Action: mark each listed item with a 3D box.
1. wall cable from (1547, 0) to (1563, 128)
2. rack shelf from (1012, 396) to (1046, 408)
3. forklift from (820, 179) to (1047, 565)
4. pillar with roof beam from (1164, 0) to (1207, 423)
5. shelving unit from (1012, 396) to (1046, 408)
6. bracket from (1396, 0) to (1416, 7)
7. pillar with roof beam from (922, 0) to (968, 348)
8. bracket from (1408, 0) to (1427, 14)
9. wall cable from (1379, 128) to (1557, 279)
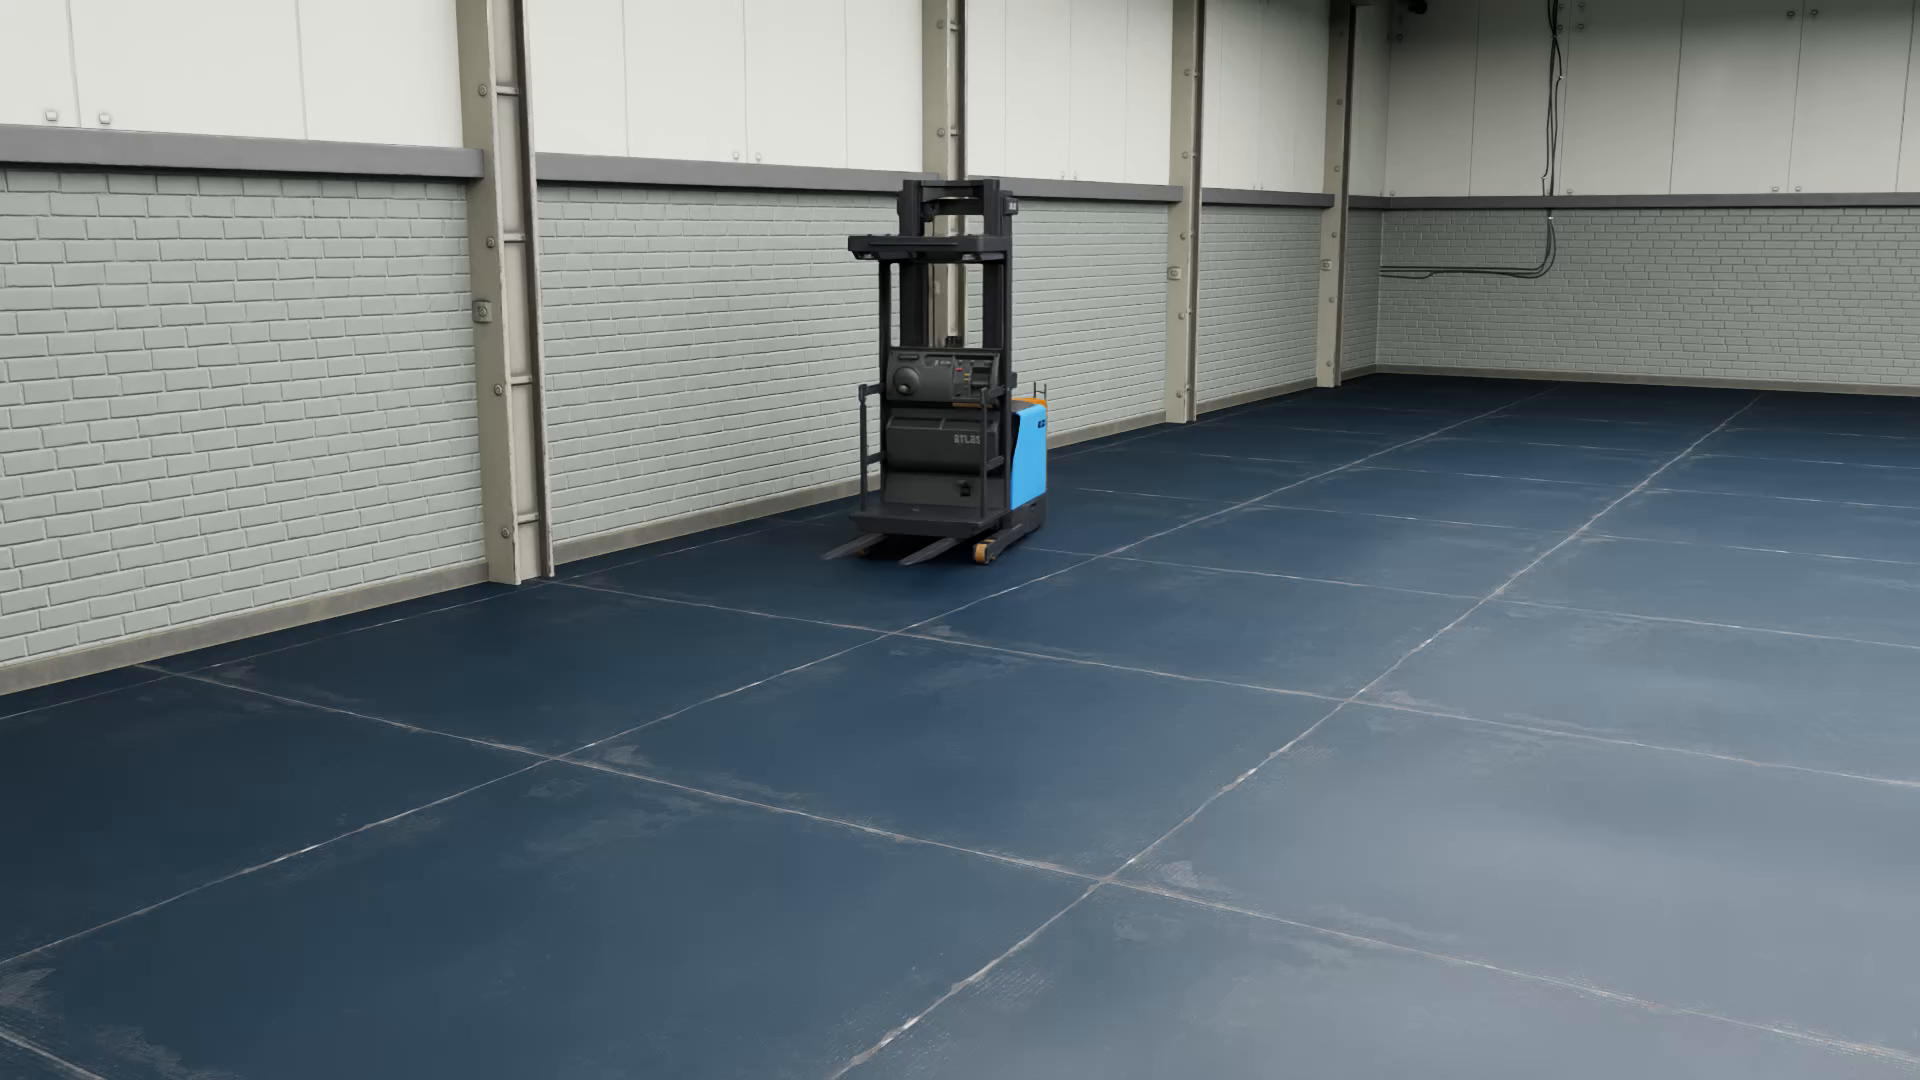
[{"bbox_3d":[11.051,-8.007,26.895,3.097,2.526,0.112,6,12,31],"label":"wall cable"},{"bbox_3d":[0.492,-1.183,14.791,0.480,0.148,0.258,-5,12,-23],"label":"rack shelf"},{"bbox_3d":[-0.203,-1.332,13.019,1.130,2.935,3.031,4,11,18],"label":"forklift"},{"bbox_3d":[6.644,-5.617,19.417,9.100,9.000,0.400,6,12,31],"label":"pillar with roof beam"},{"bbox_3d":[0.487,-0.796,14.861,0.492,1.200,0.258,-5,12,-23],"label":"shelving unit"},{"bbox_3d":[7.522,-9.052,27.986,0.076,0.066,3.189,6,12,31],"label":"bracket"},{"bbox_3d":[3.529,-4.673,14.377,9.100,9.000,0.400,6,12,31],"label":"pillar with roof beam"},{"bbox_3d":[7.829,-9.145,28.482,0.235,0.232,0.430,6,12,31],"label":"bracket"},{"bbox_3d":[8.739,-5.783,28.740,3.097,2.526,0.112,6,12,31],"label":"wall cable"}]
